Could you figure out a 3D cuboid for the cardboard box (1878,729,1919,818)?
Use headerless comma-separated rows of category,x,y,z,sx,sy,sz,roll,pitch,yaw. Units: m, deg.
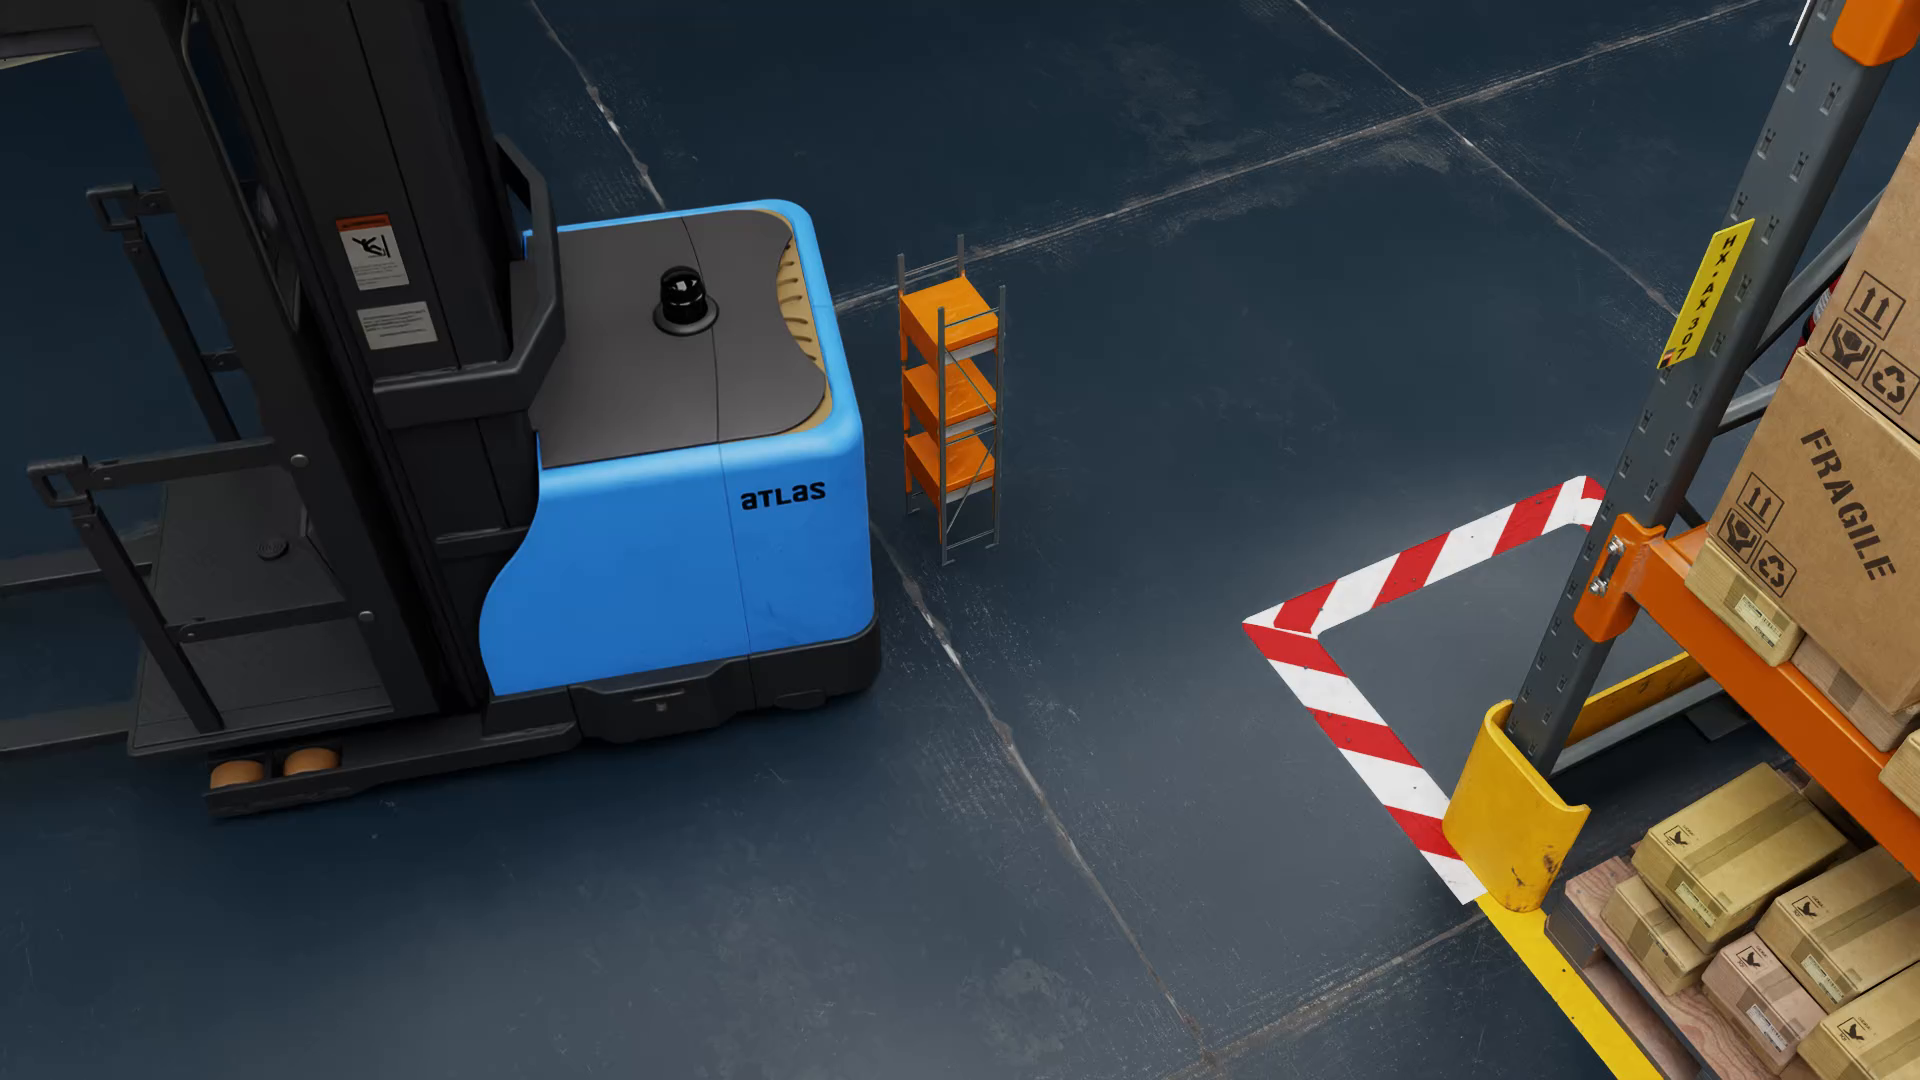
cardboard box,1.947,0.414,3.062,0.380,0.149,0.250,-23,53,-19

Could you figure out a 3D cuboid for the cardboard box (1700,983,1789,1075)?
cardboard box,2.009,1.056,3.949,0.380,0.149,0.250,-21,52,-18

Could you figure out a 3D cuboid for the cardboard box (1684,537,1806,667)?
cardboard box,1.718,0.060,3.372,0.380,0.149,0.250,-22,52,-18

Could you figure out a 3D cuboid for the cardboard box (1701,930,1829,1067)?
cardboard box,1.948,0.992,3.807,0.380,0.149,0.250,-21,52,-18

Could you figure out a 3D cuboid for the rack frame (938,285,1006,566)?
rack frame,0.031,-0.300,4.815,0.200,1.050,0.008,-21,52,-18

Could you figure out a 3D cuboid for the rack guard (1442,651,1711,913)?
rack guard,1.896,0.521,4.462,1.175,0.500,0.348,-21,52,-18

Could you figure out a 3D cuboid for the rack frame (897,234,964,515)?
rack frame,-0.080,-0.463,4.958,0.200,1.050,0.008,-21,52,-18

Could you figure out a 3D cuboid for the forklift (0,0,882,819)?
forklift,-1.799,-0.644,3.866,3.031,2.935,1.130,-9,49,-8

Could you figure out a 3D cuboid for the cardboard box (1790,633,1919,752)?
cardboard box,1.871,0.216,3.235,0.380,0.149,0.250,-19,52,-16

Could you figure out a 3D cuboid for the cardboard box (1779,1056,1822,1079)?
cardboard box,2.129,1.219,3.806,0.380,0.149,0.250,-21,52,-17

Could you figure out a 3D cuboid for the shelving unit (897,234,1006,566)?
shelving unit,-0.024,-0.381,4.886,0.215,1.050,0.252,-21,52,-18

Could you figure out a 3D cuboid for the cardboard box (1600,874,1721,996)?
cardboard box,1.816,0.909,4.078,0.380,0.149,0.250,-20,52,-17

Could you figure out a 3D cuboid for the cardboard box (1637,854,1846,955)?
cardboard box,1.873,0.789,3.985,0.380,0.149,0.250,-19,52,-16

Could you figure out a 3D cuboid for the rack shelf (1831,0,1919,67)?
rack shelf,2.776,0.235,1.537,1.077,0.370,4.000,-21,52,-18

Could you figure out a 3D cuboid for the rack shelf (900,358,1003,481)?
rack shelf,-0.024,-0.374,4.894,0.215,0.259,0.240,-21,52,-18

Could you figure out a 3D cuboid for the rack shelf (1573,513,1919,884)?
rack shelf,2.776,1.223,2.666,1.077,0.370,4.000,-21,52,-18

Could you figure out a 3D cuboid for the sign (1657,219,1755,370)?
sign,1.379,-0.451,3.076,0.100,0.325,0.005,-21,52,-18

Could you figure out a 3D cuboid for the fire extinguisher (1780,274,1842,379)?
fire extinguisher,2.156,-0.532,4.022,0.296,0.674,0.183,-21,52,-18

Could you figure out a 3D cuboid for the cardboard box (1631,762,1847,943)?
cardboard box,1.799,0.719,3.848,0.380,0.149,0.250,-23,53,-19

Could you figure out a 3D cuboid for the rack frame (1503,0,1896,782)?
rack frame,1.861,-0.353,3.566,1.000,3.000,0.127,-21,52,-18

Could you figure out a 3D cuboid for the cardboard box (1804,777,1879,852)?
cardboard box,2.357,0.605,4.146,0.380,0.149,0.250,-22,53,-18

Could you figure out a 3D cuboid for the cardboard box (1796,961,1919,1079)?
cardboard box,2.033,1.075,3.536,0.380,0.149,0.250,-21,52,-18

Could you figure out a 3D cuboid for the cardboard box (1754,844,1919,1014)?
cardboard box,2.032,0.863,3.723,0.380,0.149,0.250,-20,52,-17

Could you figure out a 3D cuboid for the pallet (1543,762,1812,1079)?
pallet,2.236,1.172,4.085,1.003,0.211,1.213,-21,52,-18

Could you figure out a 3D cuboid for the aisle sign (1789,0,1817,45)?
aisle sign,1.561,-1.154,2.540,0.394,0.787,0.004,-21,52,-18

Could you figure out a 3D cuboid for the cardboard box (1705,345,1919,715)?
cardboard box,1.821,-0.088,3.070,0.500,0.500,0.500,-19,51,-16

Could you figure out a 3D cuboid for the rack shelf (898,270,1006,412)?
rack shelf,-0.024,-0.561,4.681,0.215,0.259,0.240,-21,52,-18

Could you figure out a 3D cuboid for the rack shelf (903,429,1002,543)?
rack shelf,-0.024,-0.192,5.103,0.215,0.259,0.240,-21,52,-18

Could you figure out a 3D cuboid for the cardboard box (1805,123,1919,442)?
cardboard box,1.831,-0.421,2.697,0.500,0.500,0.500,-21,52,-18

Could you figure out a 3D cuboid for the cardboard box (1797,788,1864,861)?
cardboard box,2.288,0.728,4.235,0.380,0.149,0.250,-20,52,-17
